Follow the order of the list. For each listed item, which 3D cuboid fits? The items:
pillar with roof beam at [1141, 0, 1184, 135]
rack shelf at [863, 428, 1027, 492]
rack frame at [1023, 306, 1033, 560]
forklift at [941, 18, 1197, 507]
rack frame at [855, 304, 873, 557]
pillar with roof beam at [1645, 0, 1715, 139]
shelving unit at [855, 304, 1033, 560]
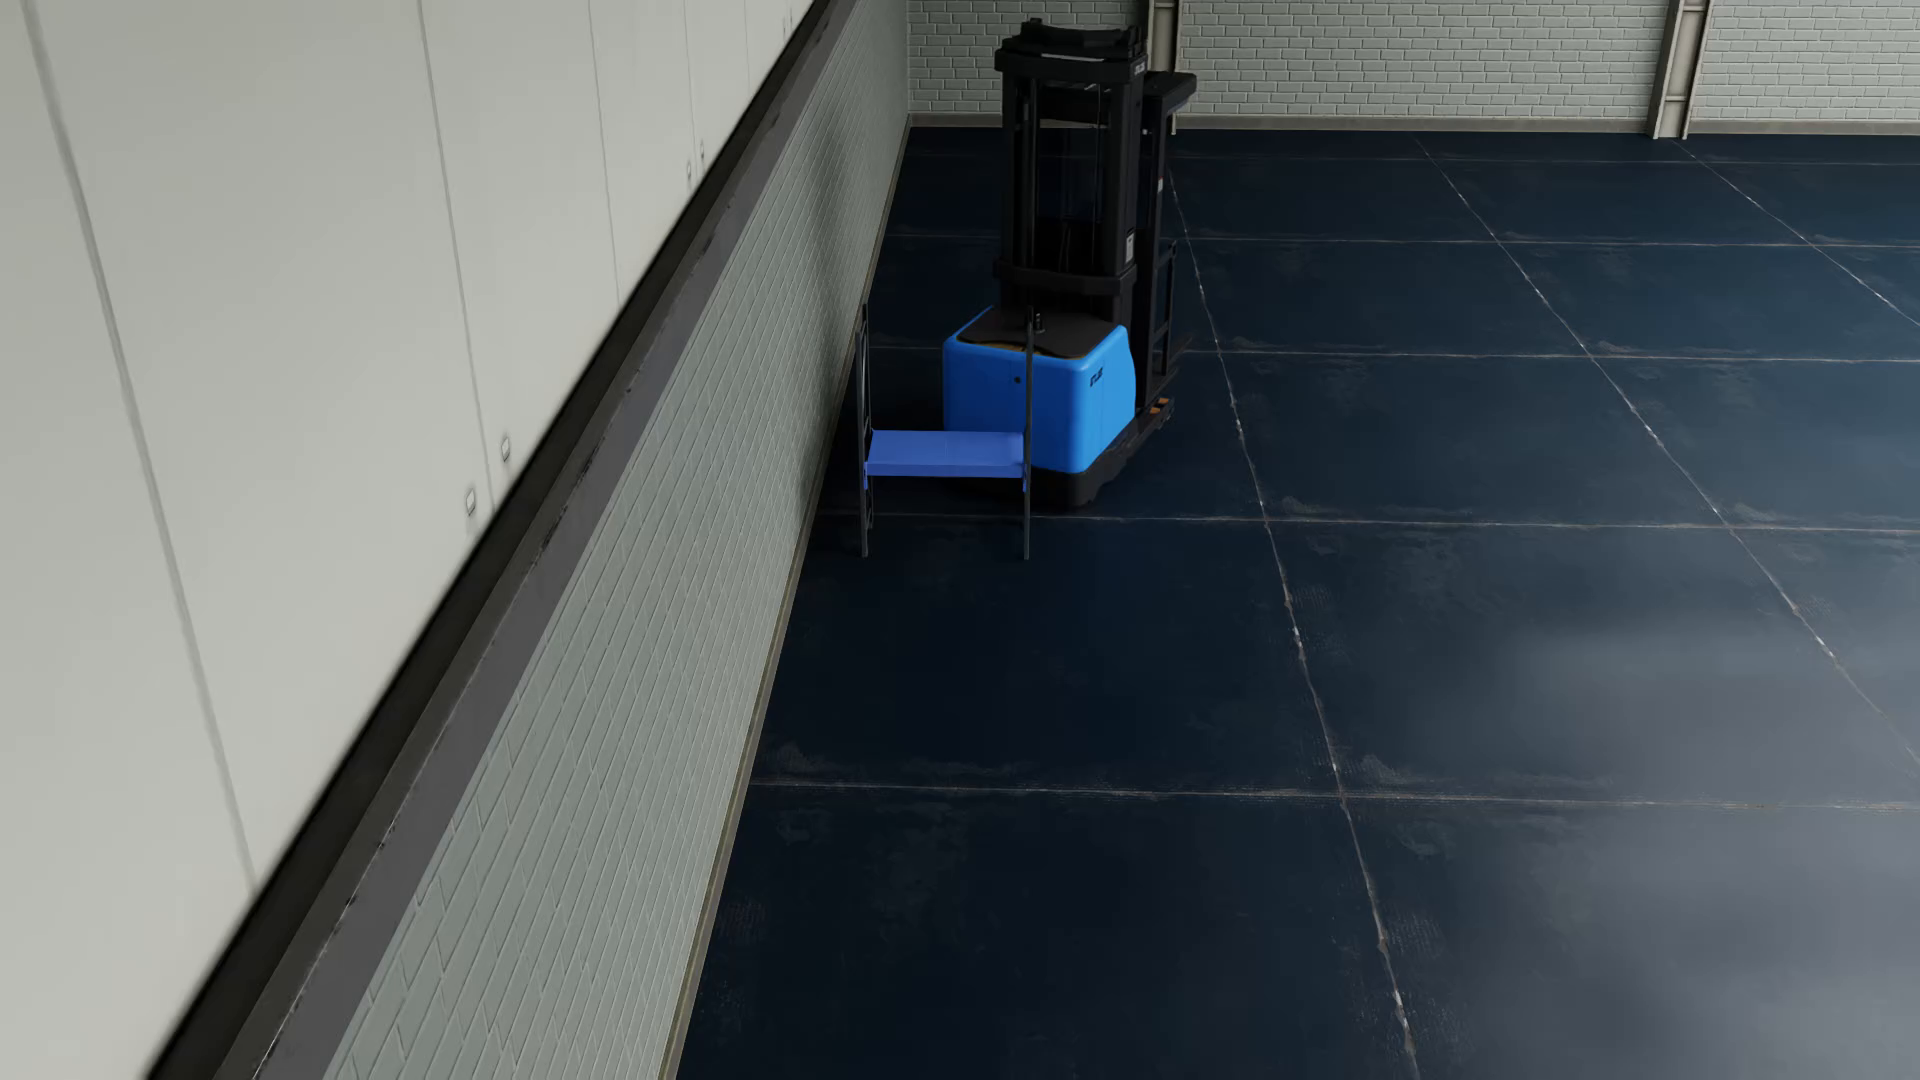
[{"bbox_3d":[2.218,-6.857,14.002,0.400,9.000,9.100,1,28,2],"label":"pillar with roof beam"},{"bbox_3d":[-0.085,-0.505,10.411,1.000,0.185,0.538,1,28,2],"label":"rack shelf"},{"bbox_3d":[0.423,-0.656,10.311,0.032,1.500,0.500,1,28,2],"label":"rack frame"},{"bbox_3d":[0.943,-2.177,11.652,1.130,2.935,3.031,12,30,21],"label":"forklift"},{"bbox_3d":[-0.593,-0.672,10.343,0.032,1.500,0.500,1,28,2],"label":"rack frame"},{"bbox_3d":[8.215,-6.758,13.815,0.400,9.000,9.100,1,28,2],"label":"pillar with roof beam"},{"bbox_3d":[-0.085,-0.664,10.327,1.048,1.500,0.538,1,28,2],"label":"shelving unit"}]
